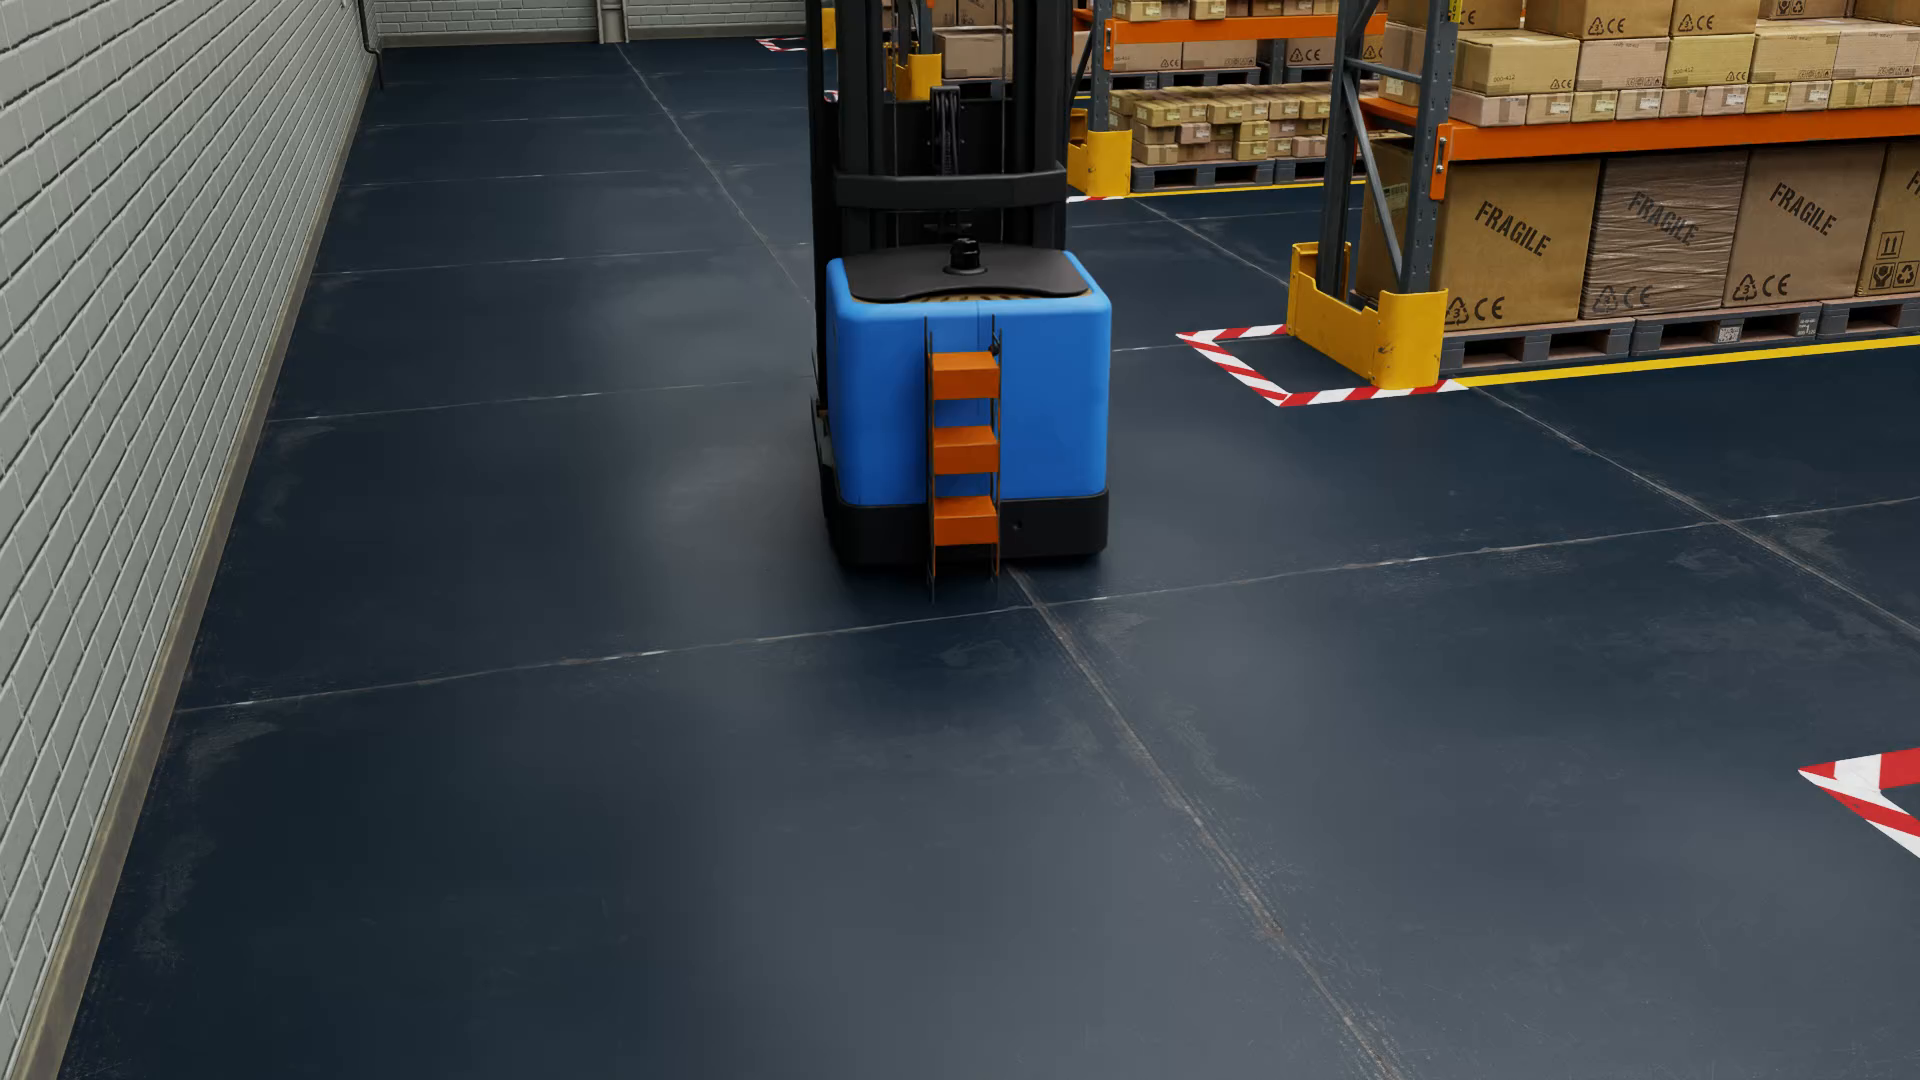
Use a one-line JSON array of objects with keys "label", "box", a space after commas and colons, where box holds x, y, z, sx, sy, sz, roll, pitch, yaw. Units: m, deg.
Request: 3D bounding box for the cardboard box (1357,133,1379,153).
[{"label": "cardboard box", "box": [3.256, -3.304, 13.728, 0.250, 0.149, 0.380, -6, 24, -13]}]

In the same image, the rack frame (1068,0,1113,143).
[{"label": "rack frame", "box": [0.956, -4.278, 12.917, 0.127, 3.000, 1.000, -6, 24, -14]}]

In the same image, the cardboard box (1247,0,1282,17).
[{"label": "cardboard box", "box": [2.344, -4.223, 13.107, 0.250, 0.149, 0.380, -7, 24, -15]}]

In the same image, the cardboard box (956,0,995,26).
[{"label": "cardboard box", "box": [0.161, -7.199, 22.361, 0.500, 0.500, 0.500, -6, 24, -13]}]

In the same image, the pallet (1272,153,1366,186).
[{"label": "pallet", "box": [2.993, -3.207, 13.956, 1.213, 0.211, 1.003, -6, 24, -14]}]

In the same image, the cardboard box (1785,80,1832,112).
[{"label": "cardboard box", "box": [4.362, -2.375, 8.799, 0.250, 0.149, 0.380, -6, 24, -14]}]

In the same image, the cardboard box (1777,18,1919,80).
[{"label": "cardboard box", "box": [4.706, -2.621, 8.868, 0.500, 0.250, 0.500, -6, 24, -13]}]

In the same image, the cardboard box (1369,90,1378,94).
[{"label": "cardboard box", "box": [3.555, -3.591, 13.642, 0.250, 0.149, 0.380, -8, 24, -17]}]

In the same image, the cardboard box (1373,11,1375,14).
[{"label": "cardboard box", "box": [3.109, -4.276, 13.230, 0.250, 0.149, 0.380, -6, 24, -13]}]

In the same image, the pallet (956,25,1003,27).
[{"label": "pallet", "box": [0.190, -6.971, 22.730, 1.213, 0.211, 1.003, -6, 24, -14]}]

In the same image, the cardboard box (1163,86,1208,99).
[{"label": "cardboard box", "box": [1.869, -3.668, 13.823, 0.250, 0.149, 0.380, -7, 24, -16]}]

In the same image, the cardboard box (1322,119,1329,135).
[{"label": "cardboard box", "box": [3.039, -3.444, 13.678, 0.250, 0.149, 0.380, -5, 24, -12]}]

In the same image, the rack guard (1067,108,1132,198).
[{"label": "rack guard", "box": [1.029, -3.138, 13.429, 0.348, 0.500, 1.175, -6, 24, -14]}]

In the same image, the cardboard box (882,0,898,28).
[{"label": "cardboard box", "box": [-1.209, -7.106, 22.140, 0.637, 0.503, 0.797, -7, 24, -16]}]

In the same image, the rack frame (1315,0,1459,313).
[{"label": "rack frame", "box": [2.198, -2.385, 8.503, 0.127, 3.000, 1.000, -6, 24, -14]}]

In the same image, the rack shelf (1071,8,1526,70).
[{"label": "rack shelf", "box": [2.881, -4.161, 13.555, 4.000, 0.370, 1.077, -6, 24, -14]}]

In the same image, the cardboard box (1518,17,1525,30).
[{"label": "cardboard box", "box": [3.082, -2.658, 8.955, 0.500, 0.250, 0.500, -7, 24, -15]}]

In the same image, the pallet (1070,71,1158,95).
[{"label": "pallet", "box": [1.442, -5.109, 18.389, 1.213, 0.211, 1.003, -6, 24, -14]}]

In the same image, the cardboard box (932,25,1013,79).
[{"label": "cardboard box", "box": [0.130, -5.271, 17.947, 0.875, 0.438, 0.875, -7, 24, -16]}]

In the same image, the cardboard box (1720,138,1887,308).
[{"label": "cardboard box", "box": [4.526, -1.891, 9.516, 0.875, 0.875, 0.875, -6, 24, -14]}]

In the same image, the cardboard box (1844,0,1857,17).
[{"label": "cardboard box", "box": [5.043, -3.220, 9.311, 0.500, 0.500, 0.500, -6, 24, -14]}]

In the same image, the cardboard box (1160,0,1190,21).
[{"label": "cardboard box", "box": [1.590, -4.116, 12.857, 0.250, 0.149, 0.380, -5, 24, -12]}]

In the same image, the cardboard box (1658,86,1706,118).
[{"label": "cardboard box", "box": [3.618, -2.292, 8.606, 0.250, 0.149, 0.380, -7, 24, -15]}]

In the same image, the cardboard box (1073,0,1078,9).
[{"label": "cardboard box", "box": [1.328, -7.434, 23.148, 0.500, 0.311, 0.500, -5, 24, -12]}]

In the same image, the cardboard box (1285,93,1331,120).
[{"label": "cardboard box", "box": [2.814, -3.509, 13.453, 0.250, 0.149, 0.380, -6, 24, -14]}]

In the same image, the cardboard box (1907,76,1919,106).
[{"label": "cardboard box", "box": [5.102, -2.456, 8.989, 0.250, 0.149, 0.380, -6, 24, -13]}]

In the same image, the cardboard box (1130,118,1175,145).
[{"label": "cardboard box", "box": [1.529, -3.256, 13.241, 0.250, 0.149, 0.380, -5, 24, -12]}]

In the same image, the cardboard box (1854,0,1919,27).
[{"label": "cardboard box", "box": [5.196, -3.021, 8.848, 0.500, 0.500, 0.500, -6, 24, -14]}]

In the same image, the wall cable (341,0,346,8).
[{"label": "wall cable", "box": [-5.902, -6.019, 15.645, 0.123, 1.953, 0.585, -6, 24, -14]}]

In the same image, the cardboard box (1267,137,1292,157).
[{"label": "cardboard box", "box": [2.509, -3.233, 13.562, 0.250, 0.149, 0.380, -6, 24, -14]}]

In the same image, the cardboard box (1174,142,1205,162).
[{"label": "cardboard box", "box": [1.776, -3.155, 13.381, 0.250, 0.149, 0.380, -6, 24, -15]}]

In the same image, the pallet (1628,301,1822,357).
[{"label": "pallet", "box": [4.119, -1.346, 9.620, 1.213, 0.211, 1.003, -6, 24, -14]}]

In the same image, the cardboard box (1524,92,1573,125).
[{"label": "cardboard box", "box": [2.876, -2.210, 8.414, 0.250, 0.149, 0.380, -7, 24, -15]}]

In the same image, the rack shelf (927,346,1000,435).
[{"label": "rack shelf", "box": [0.010, -0.539, 5.981, 0.240, 0.259, 0.215, -3, 23, -7]}]

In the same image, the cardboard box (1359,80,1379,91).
[{"label": "cardboard box", "box": [3.396, -3.818, 14.172, 0.250, 0.149, 0.380, -6, 24, -13]}]

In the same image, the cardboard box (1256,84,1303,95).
[{"label": "cardboard box", "box": [2.663, -3.707, 13.914, 0.250, 0.149, 0.380, -7, 24, -16]}]

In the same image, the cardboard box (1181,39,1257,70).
[{"label": "cardboard box", "box": [2.739, -5.562, 18.626, 0.875, 0.438, 0.875, -7, 24, -15]}]

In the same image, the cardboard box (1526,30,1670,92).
[{"label": "cardboard box", "box": [3.232, -2.459, 8.489, 0.500, 0.250, 0.500, -7, 24, -15]}]

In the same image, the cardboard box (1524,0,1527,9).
[{"label": "cardboard box", "box": [4.595, -4.470, 13.681, 0.250, 0.149, 0.380, -7, 24, -15]}]

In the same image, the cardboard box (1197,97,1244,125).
[{"label": "cardboard box", "box": [2.062, -3.415, 13.233, 0.250, 0.149, 0.380, -6, 24, -15]}]

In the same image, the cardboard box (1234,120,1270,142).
[{"label": "cardboard box", "box": [2.296, -3.310, 13.365, 0.250, 0.149, 0.380, -6, 24, -13]}]

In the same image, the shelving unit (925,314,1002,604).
[{"label": "shelving unit", "box": [0.010, -0.288, 6.089, 0.252, 1.050, 0.215, -3, 23, -7]}]

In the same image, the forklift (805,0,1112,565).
[{"label": "forklift", "box": [-0.120, -1.797, 7.221, 1.130, 2.935, 3.031, -3, 23, -7]}]

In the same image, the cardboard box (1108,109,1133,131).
[{"label": "cardboard box", "box": [1.387, -3.463, 13.721, 0.250, 0.149, 0.380, -7, 24, -16]}]
